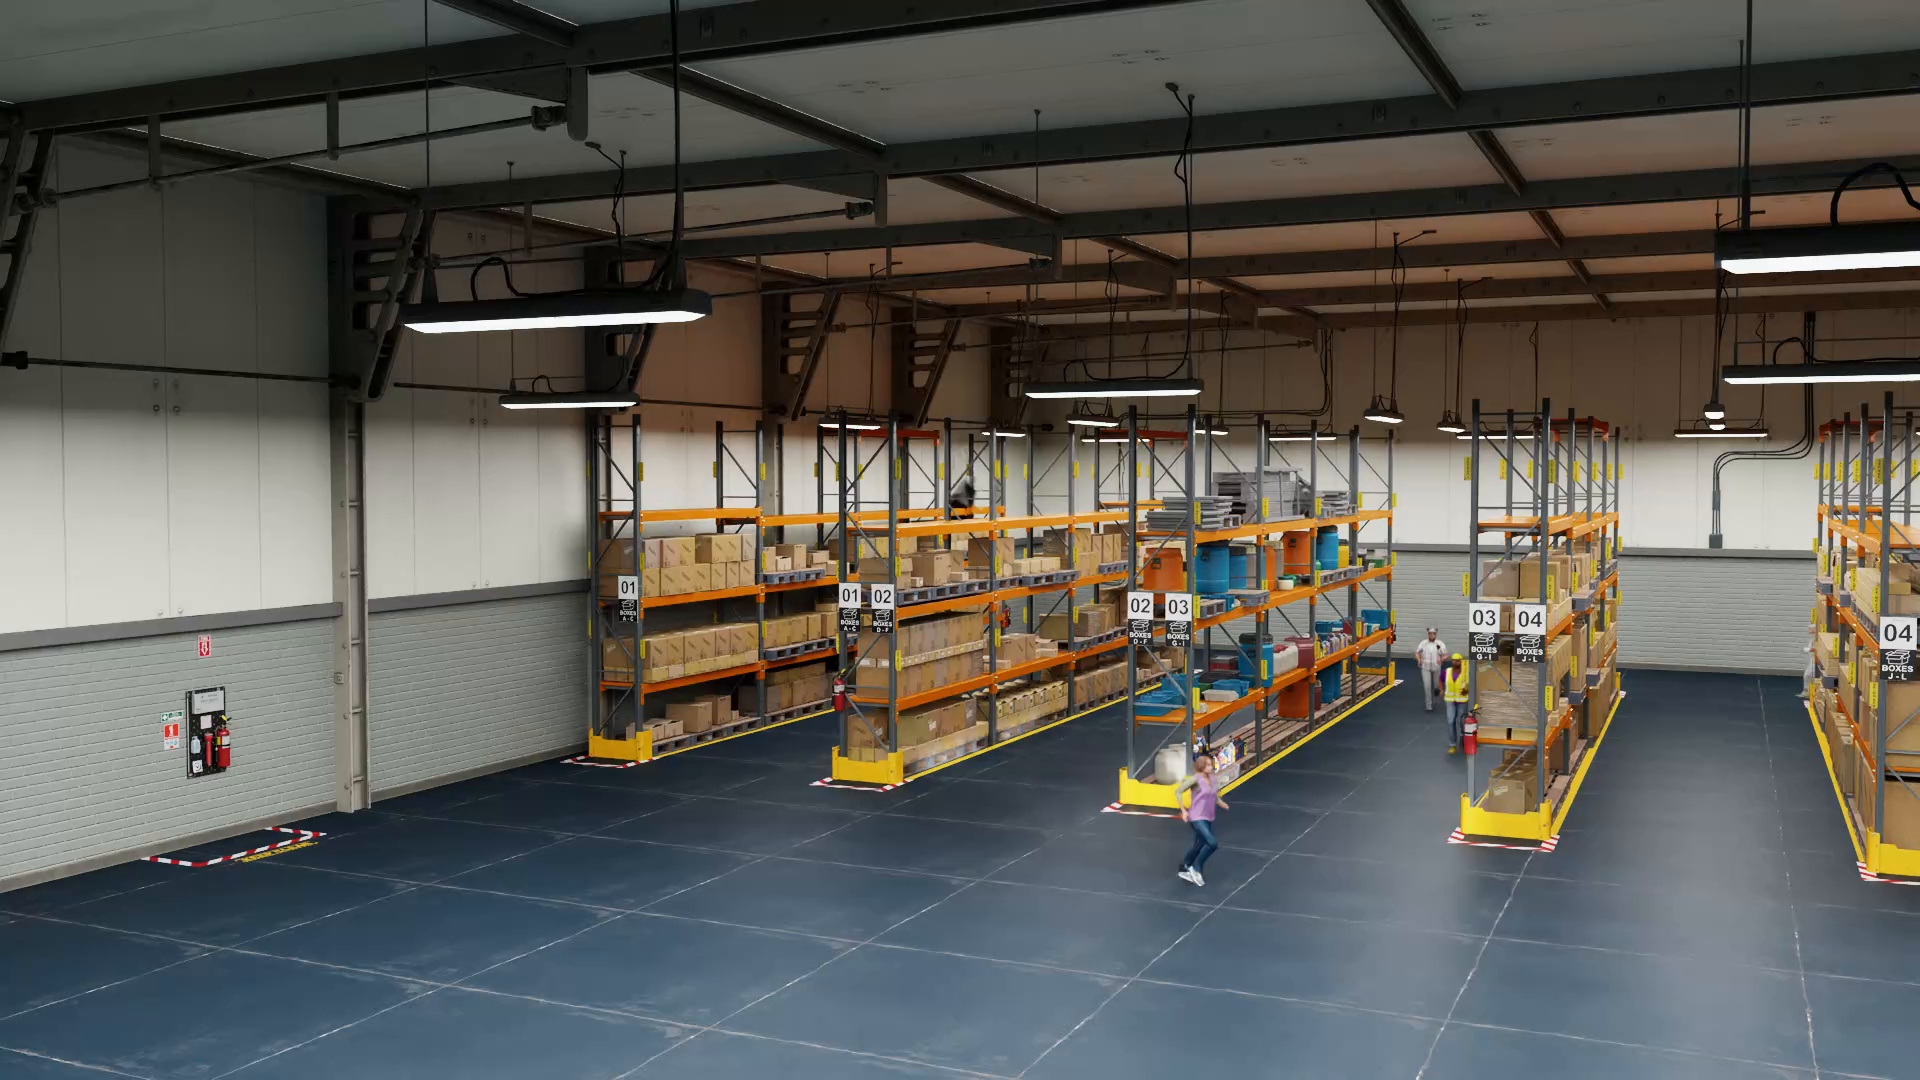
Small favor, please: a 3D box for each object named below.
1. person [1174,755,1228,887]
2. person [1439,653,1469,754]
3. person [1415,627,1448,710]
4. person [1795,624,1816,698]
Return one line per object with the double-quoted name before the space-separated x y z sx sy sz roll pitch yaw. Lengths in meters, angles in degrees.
"person" 2.917 3.375 20.014 0.731 1.578 0.500 2 3 44
"person" 8.866 2.896 29.674 0.701 1.769 0.827 1 3 27
"person" 9.927 2.688 35.030 0.672 1.741 0.779 1 2 17
"person" 18.734 2.643 36.514 0.695 1.714 0.919 1 3 24
